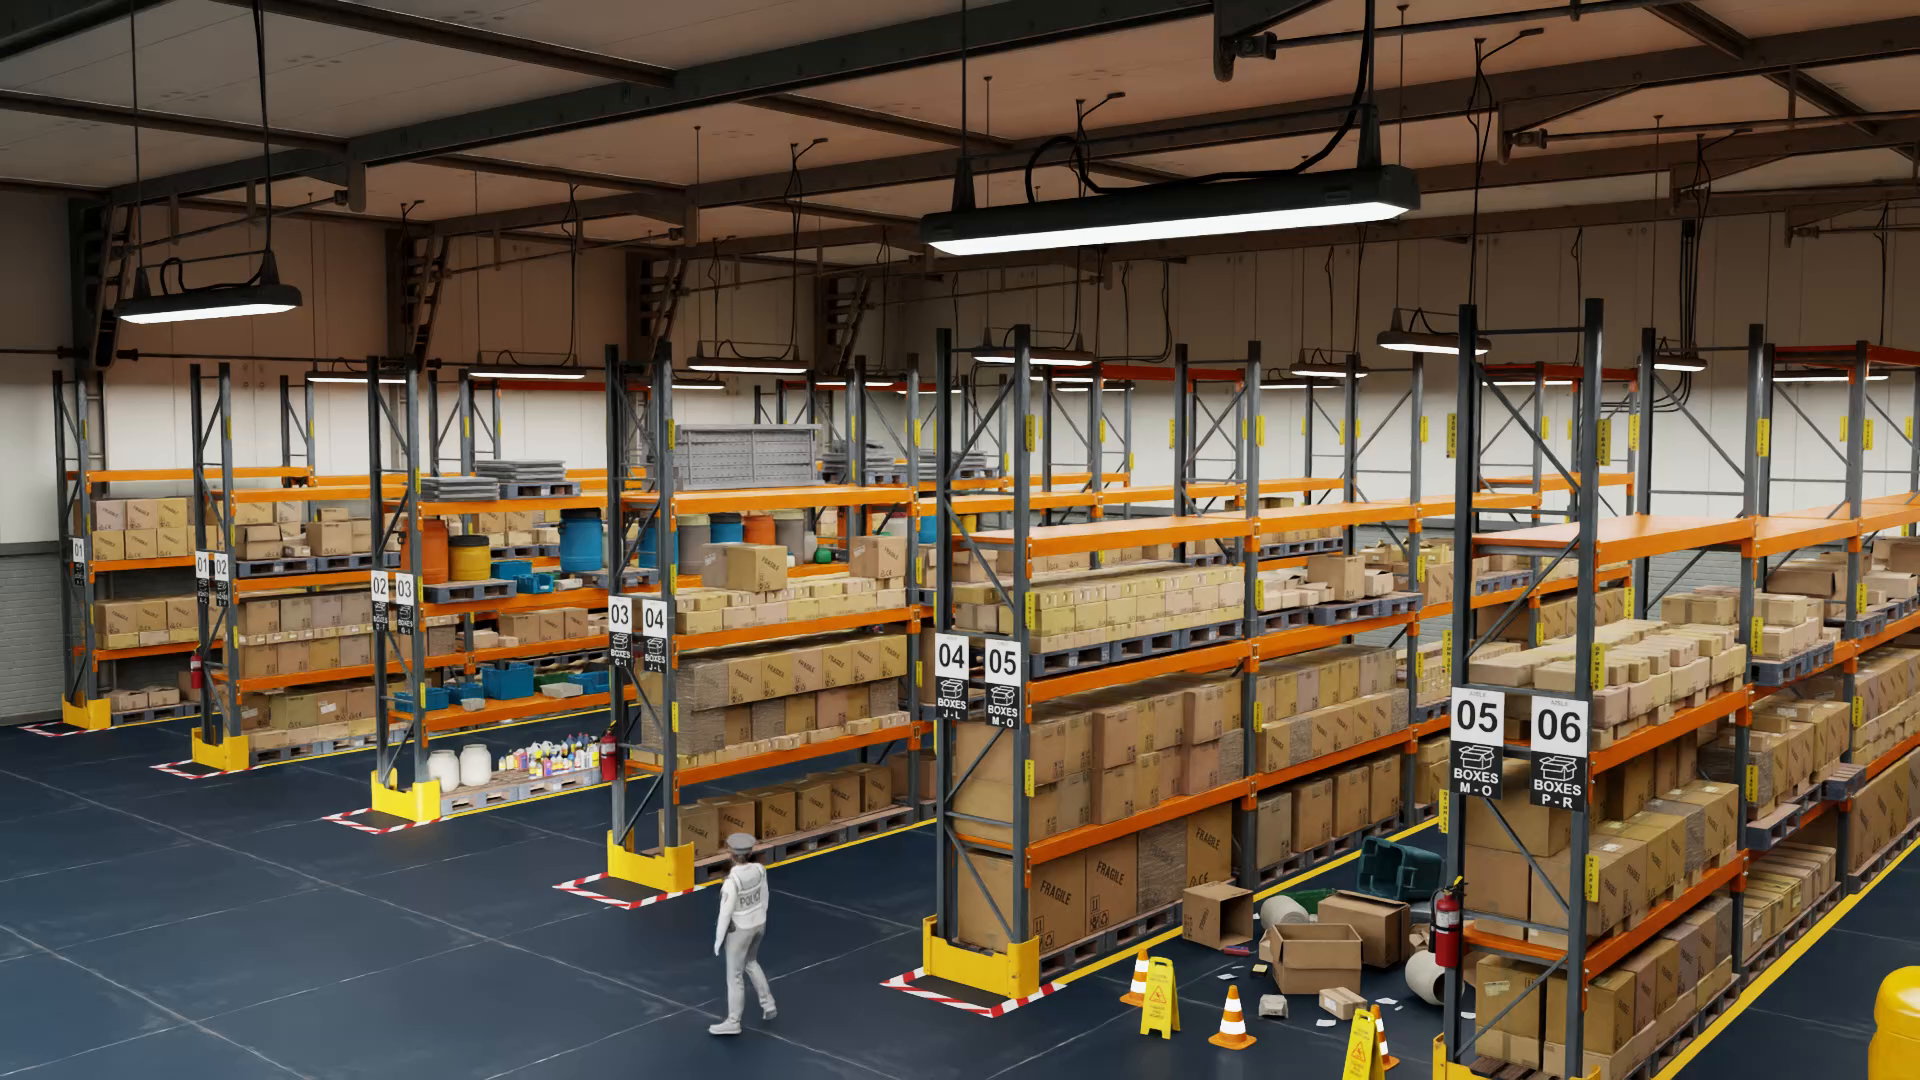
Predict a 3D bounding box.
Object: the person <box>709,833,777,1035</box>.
[{"bbox_3d":[-1.824,3.304,14.048,0.454,1.681,0.574,2,5,27],"label":"person"}]
